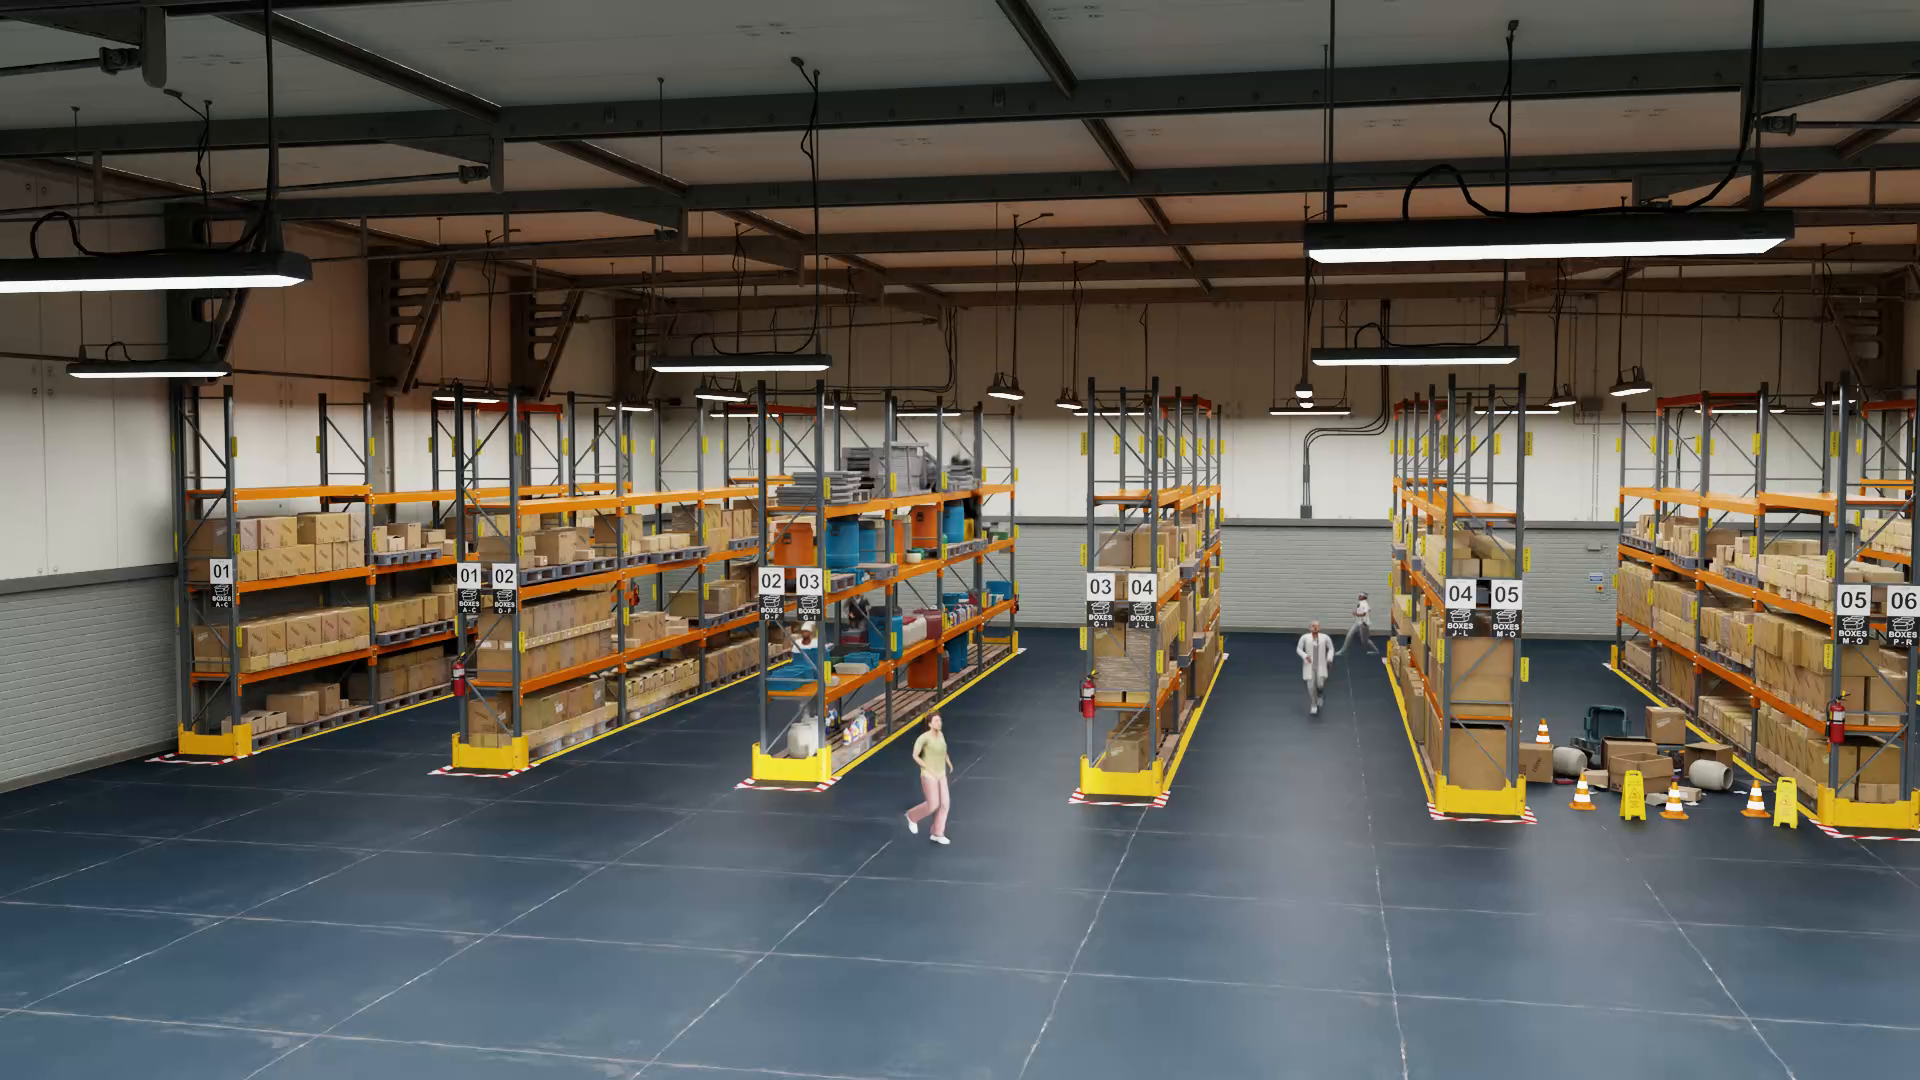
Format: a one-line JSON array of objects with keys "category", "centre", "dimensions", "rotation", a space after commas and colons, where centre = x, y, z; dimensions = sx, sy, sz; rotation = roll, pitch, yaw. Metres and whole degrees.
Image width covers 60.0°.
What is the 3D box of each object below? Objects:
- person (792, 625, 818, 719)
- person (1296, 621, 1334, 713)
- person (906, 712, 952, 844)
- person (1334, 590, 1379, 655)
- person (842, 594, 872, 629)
[{"category": "person", "centre": [-2.797, 2.424, 30.748], "dimensions": [0.691, 1.734, 0.632], "rotation": [1, 3, 11]}, {"category": "person", "centre": [6.689, 2.387, 31.315], "dimensions": [0.707, 1.736, 0.633], "rotation": [1, 3, 11]}, {"category": "person", "centre": [-0.371, 3.002, 21.165], "dimensions": [0.685, 1.655, 0.602], "rotation": [3, 4, 43]}, {"category": "person", "centre": [9.522, 1.978, 39.648], "dimensions": [1.036, 1.586, 0.640], "rotation": [0, 3, -7]}, {"category": "person", "centre": [-2.452, 1.948, 39.652], "dimensions": [0.709, 1.739, 0.781], "rotation": [0, 3, -8]}]
